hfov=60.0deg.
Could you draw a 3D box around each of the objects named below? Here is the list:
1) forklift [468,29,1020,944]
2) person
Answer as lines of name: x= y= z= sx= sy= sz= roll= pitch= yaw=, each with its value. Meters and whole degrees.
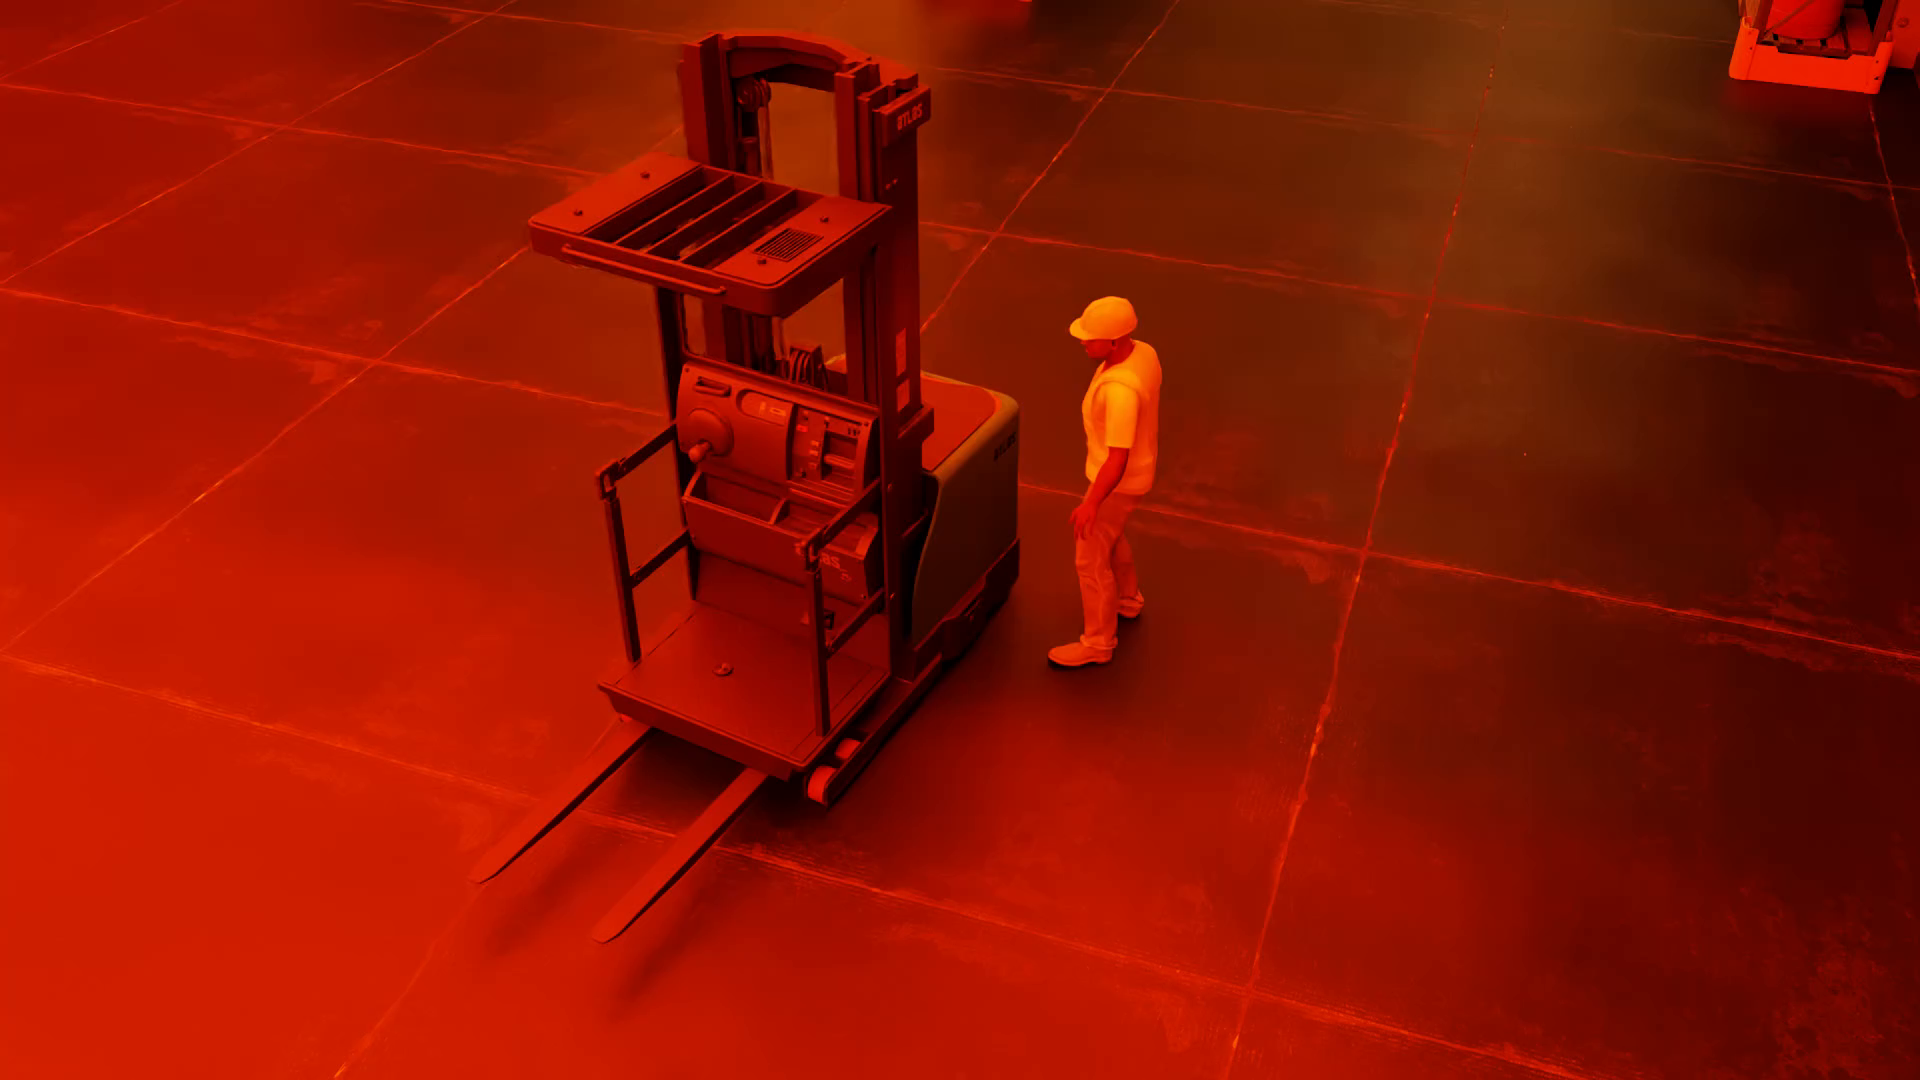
forklift: x=-0.868 y=-0.377 z=6.643 sx=1.130 sy=2.935 sz=3.031 roll=18 pitch=39 yaw=24
person: x=0.680 y=-0.316 z=7.587 sx=0.414 sy=1.740 sz=0.816 roll=7 pitch=36 yaw=9
